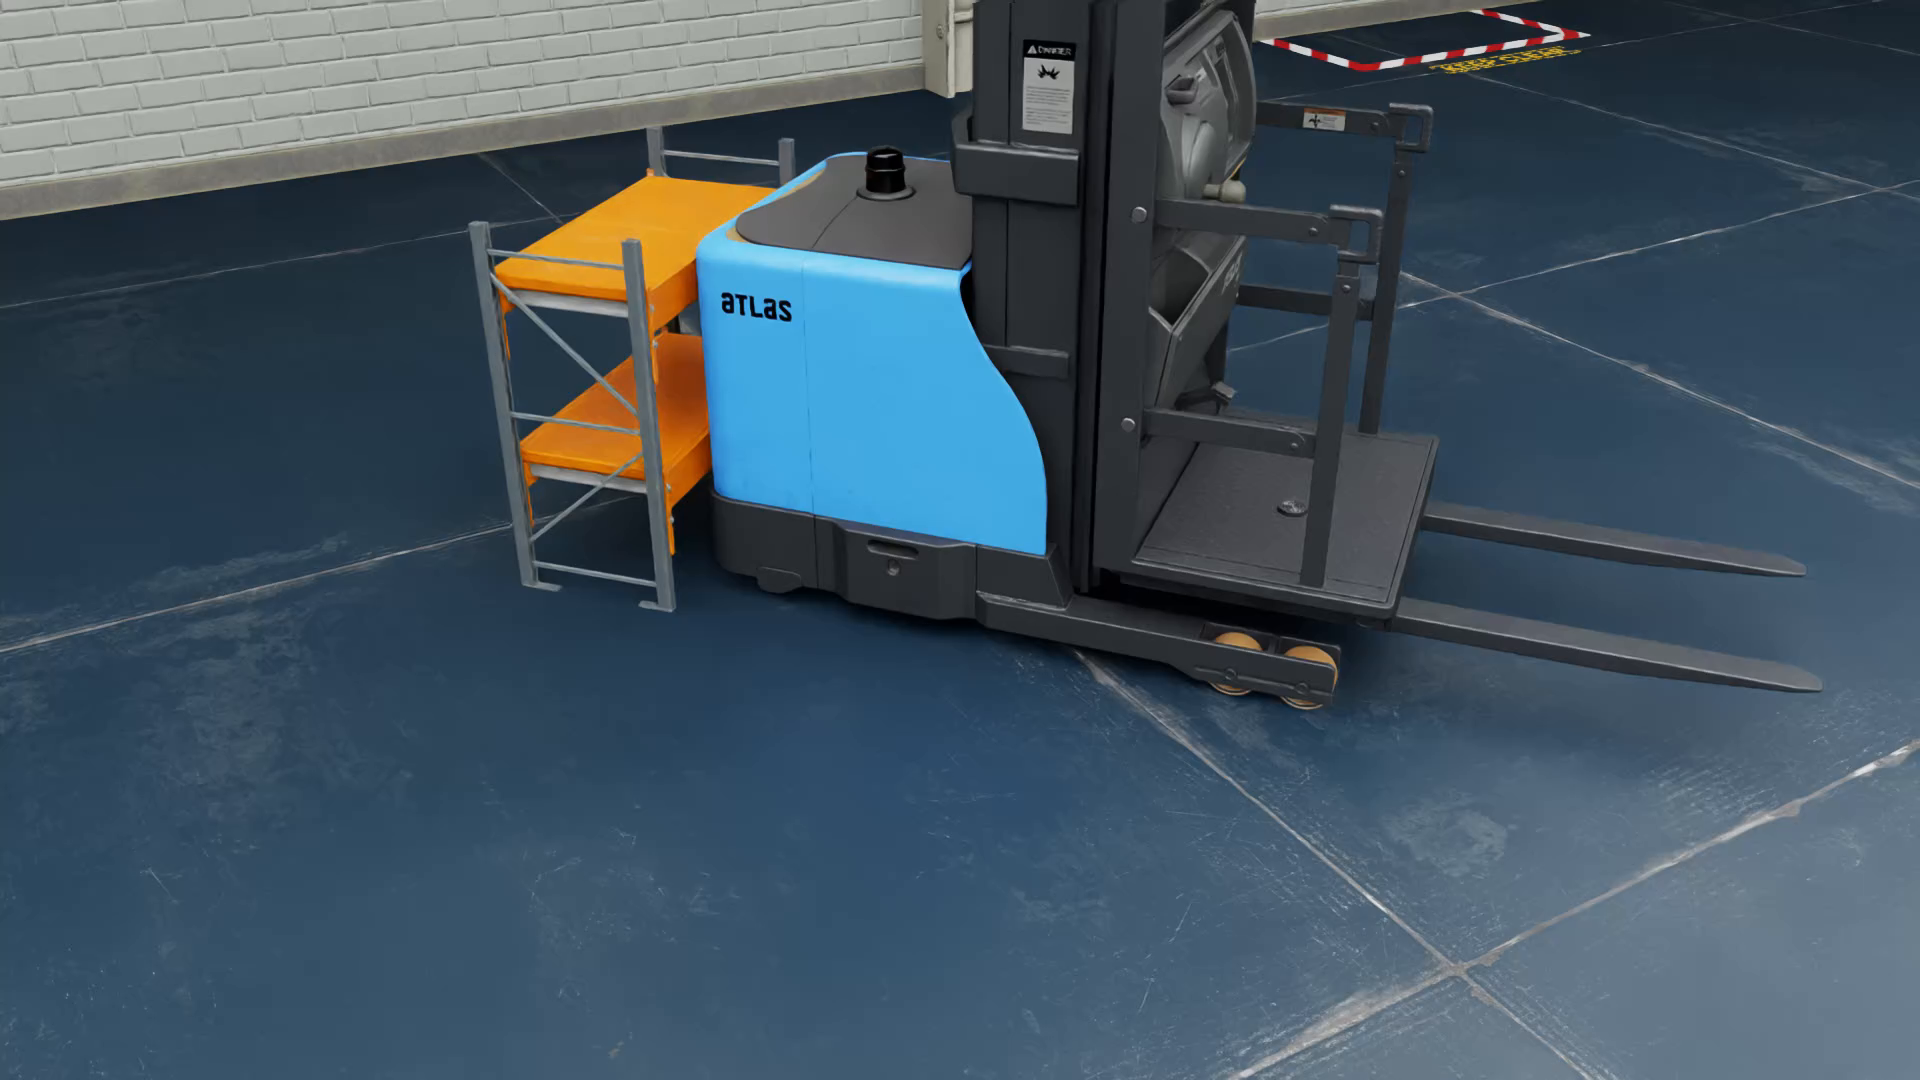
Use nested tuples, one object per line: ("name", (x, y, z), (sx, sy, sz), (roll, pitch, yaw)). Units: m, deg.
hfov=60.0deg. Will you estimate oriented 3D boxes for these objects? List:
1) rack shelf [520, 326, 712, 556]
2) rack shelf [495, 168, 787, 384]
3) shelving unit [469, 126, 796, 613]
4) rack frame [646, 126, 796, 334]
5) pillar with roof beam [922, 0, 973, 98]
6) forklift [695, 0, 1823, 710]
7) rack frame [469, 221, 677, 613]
("rack shelf", (-0.917, -0.343, 5.213), (0.538, 0.278, 1.000), (9, 30, 16))
("rack shelf", (-0.917, -0.813, 4.954), (0.538, 0.278, 1.000), (9, 30, 16))
("shelving unit", (-0.917, -0.557, 5.095), (0.538, 1.125, 1.048), (9, 30, 16))
("rack frame", (-0.759, -0.791, 5.518), (0.500, 1.125, 0.032), (9, 30, 16))
("pillar with roof beam", (2.196, -4.950, 4.905), (0.400, 9.000, 9.100), (-16, 33, -26))
("forklift", (0.833, -1.122, 4.250), (3.031, 2.935, 1.130), (10, 30, 18))
("rack frame", (-1.075, -0.324, 4.672), (0.500, 1.125, 0.032), (9, 30, 16))
